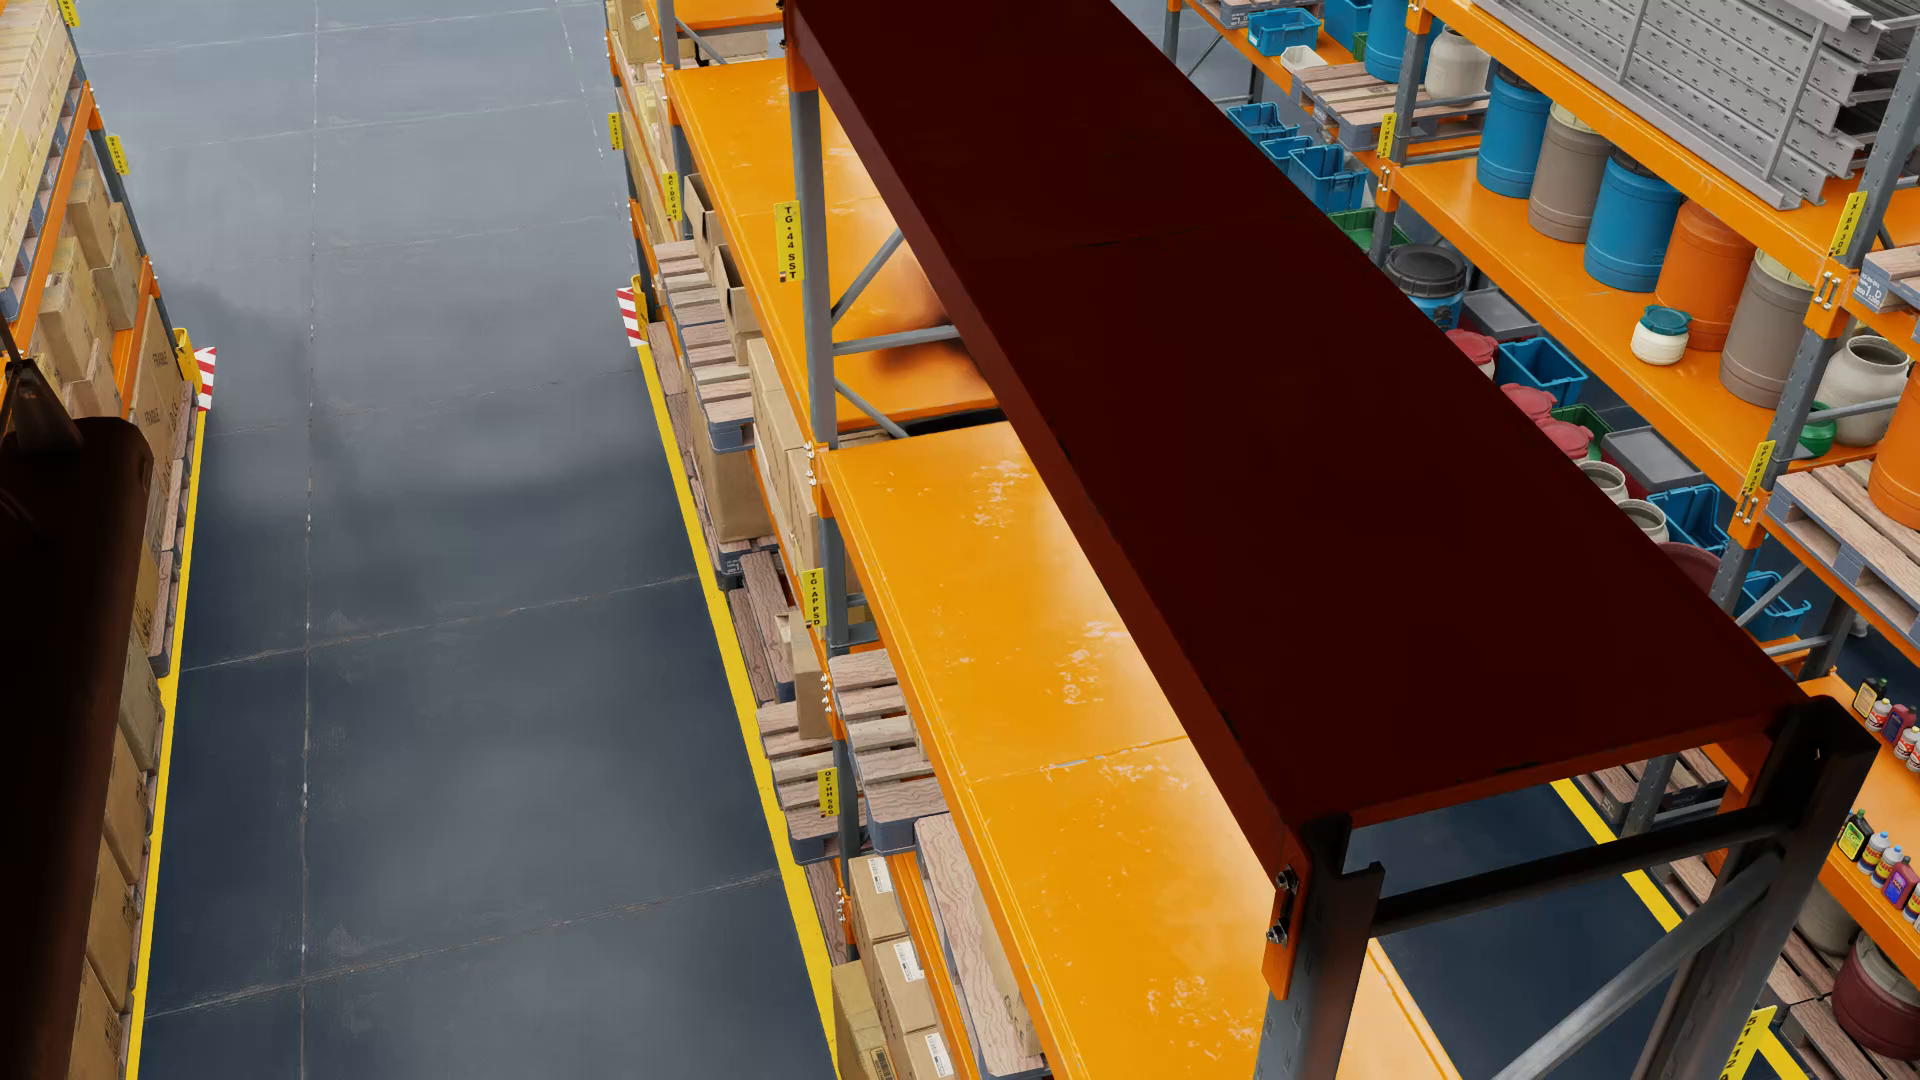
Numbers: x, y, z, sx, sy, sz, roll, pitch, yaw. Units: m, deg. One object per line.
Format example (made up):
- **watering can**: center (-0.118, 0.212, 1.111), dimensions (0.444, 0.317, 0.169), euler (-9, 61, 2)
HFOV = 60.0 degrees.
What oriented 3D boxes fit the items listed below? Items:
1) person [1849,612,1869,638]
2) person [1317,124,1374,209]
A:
- **person**: center (6.372, -0.090, 11.621), dimensions (0.587, 1.626, 0.574), euler (-20, 42, -23)
- **person**: center (3.758, -3.844, 16.302), dimensions (0.733, 1.809, 0.698), euler (-24, 44, -27)
